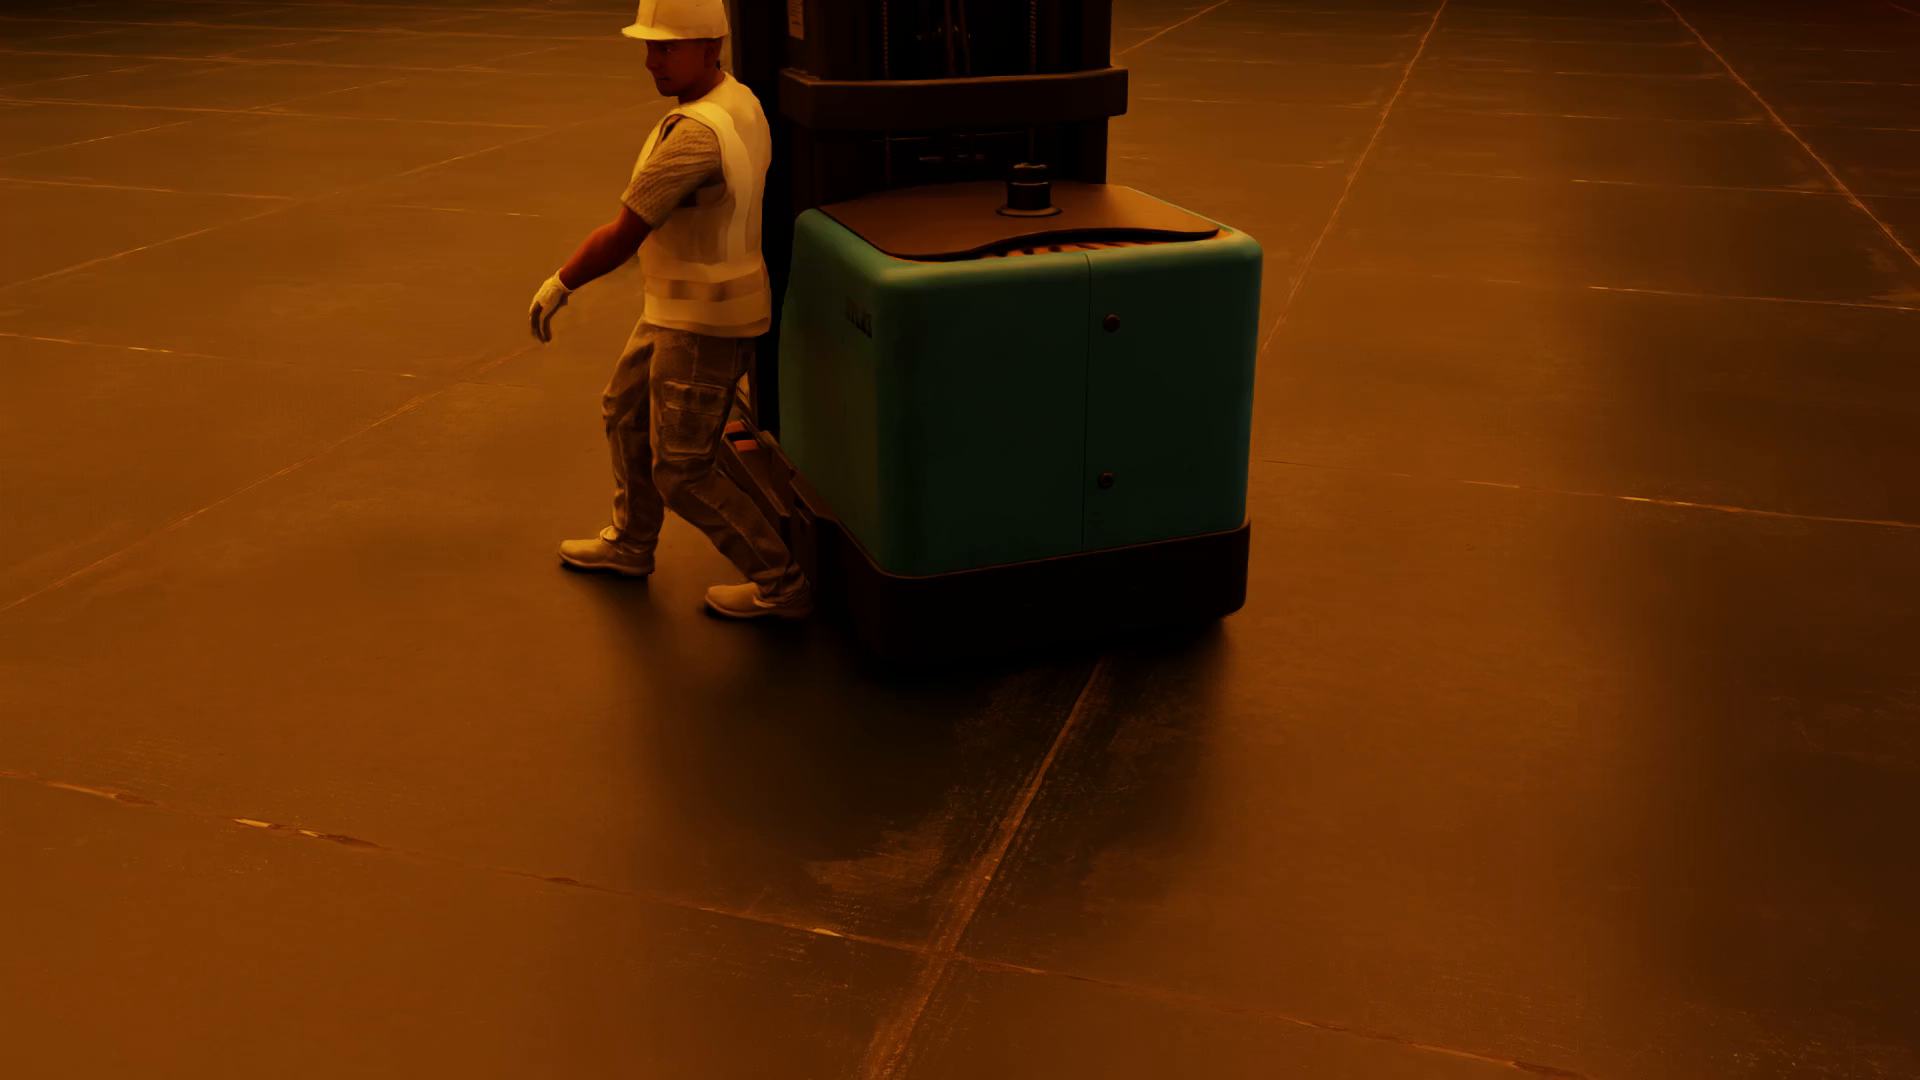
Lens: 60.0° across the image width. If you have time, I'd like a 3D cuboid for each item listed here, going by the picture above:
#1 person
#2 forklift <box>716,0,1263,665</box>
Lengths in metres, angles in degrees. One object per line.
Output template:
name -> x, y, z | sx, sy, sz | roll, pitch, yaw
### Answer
person -> -0.801, -0.636, 4.454 | 0.764, 1.690, 0.760 | -1, 22, -3
forklift -> -0.218, -1.573, 5.089 | 1.130, 2.935, 3.031 | -8, 24, -19
